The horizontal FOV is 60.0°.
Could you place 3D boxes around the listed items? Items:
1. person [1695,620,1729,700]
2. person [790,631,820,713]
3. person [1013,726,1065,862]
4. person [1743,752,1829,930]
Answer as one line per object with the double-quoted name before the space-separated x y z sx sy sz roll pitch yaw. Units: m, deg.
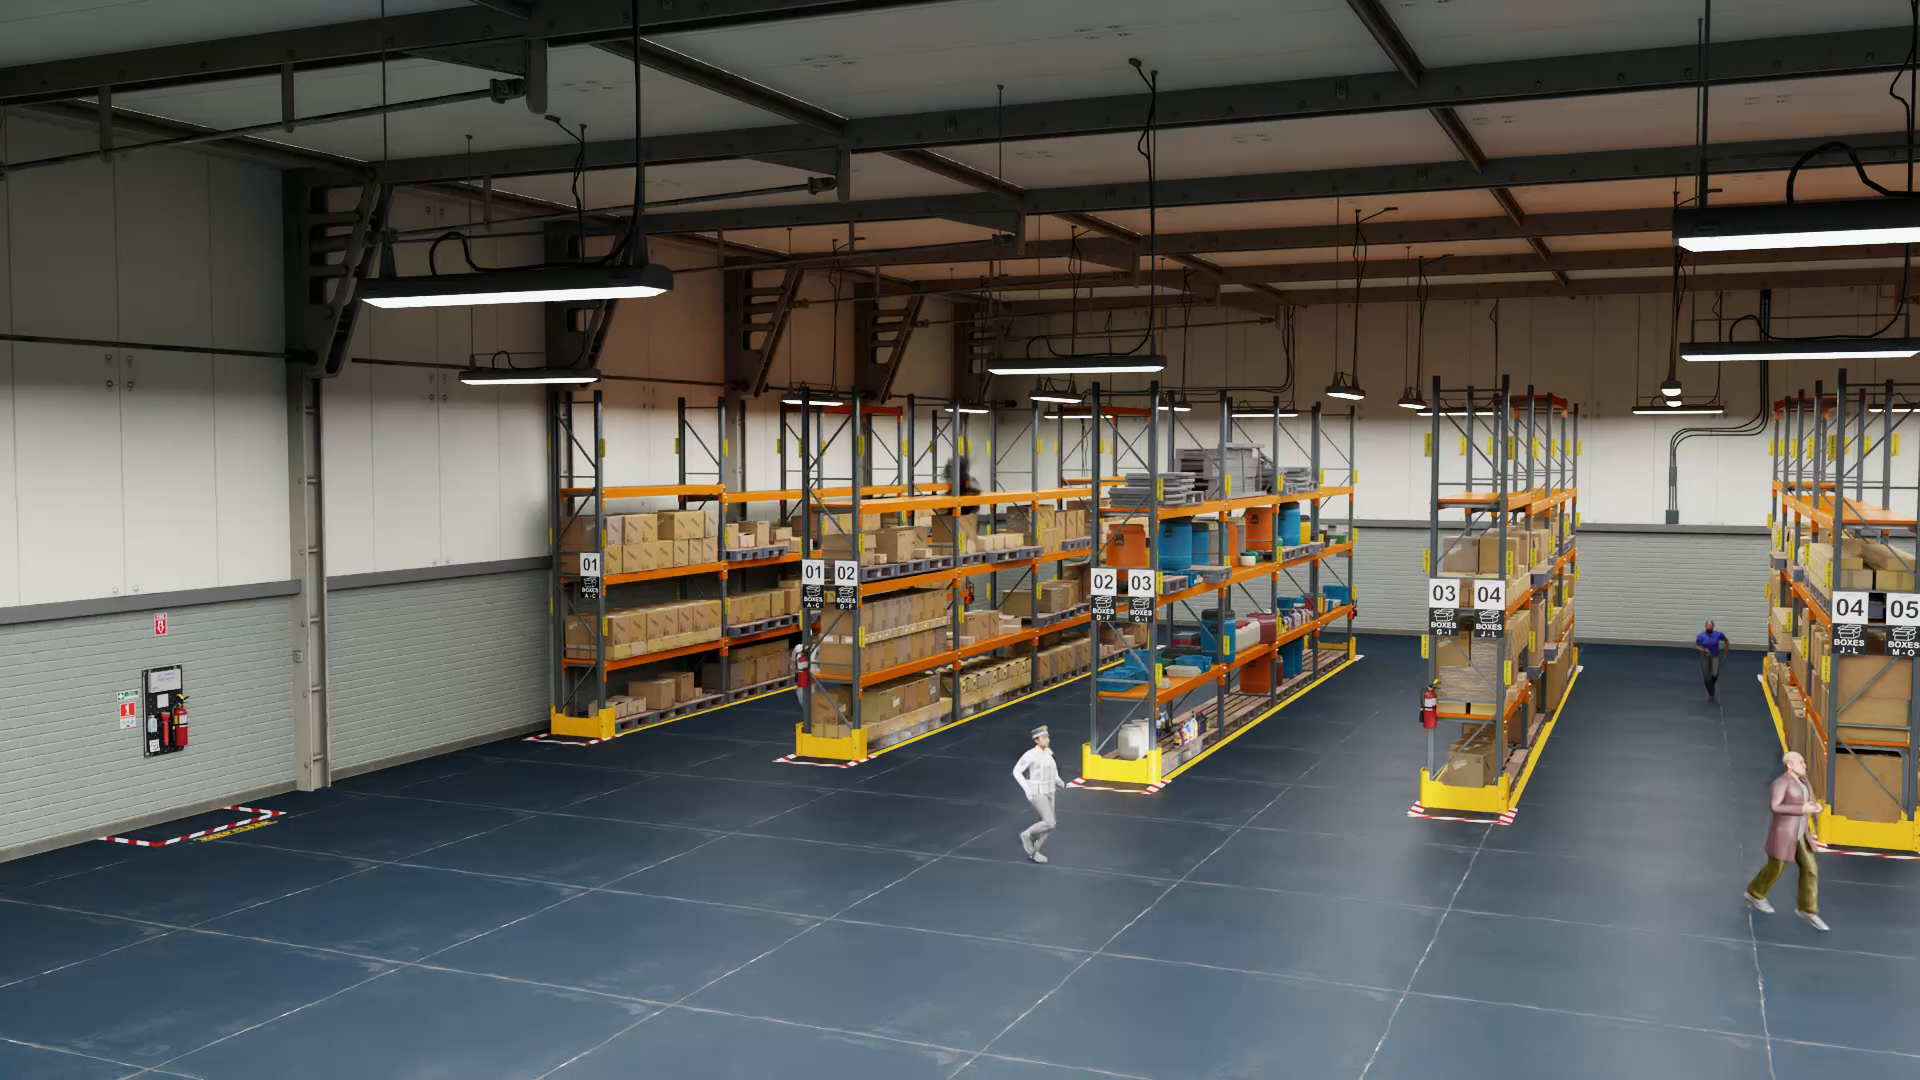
"person" 14.882 2.384 32.909 0.616 1.603 0.664 1 3 22
"person" -2.756 2.469 29.788 0.667 1.737 0.605 1 3 14
"person" 1.018 3.065 20.066 0.535 1.659 0.605 3 4 43
"person" 8.705 3.146 17.569 0.673 1.840 0.907 -2 4 -32
